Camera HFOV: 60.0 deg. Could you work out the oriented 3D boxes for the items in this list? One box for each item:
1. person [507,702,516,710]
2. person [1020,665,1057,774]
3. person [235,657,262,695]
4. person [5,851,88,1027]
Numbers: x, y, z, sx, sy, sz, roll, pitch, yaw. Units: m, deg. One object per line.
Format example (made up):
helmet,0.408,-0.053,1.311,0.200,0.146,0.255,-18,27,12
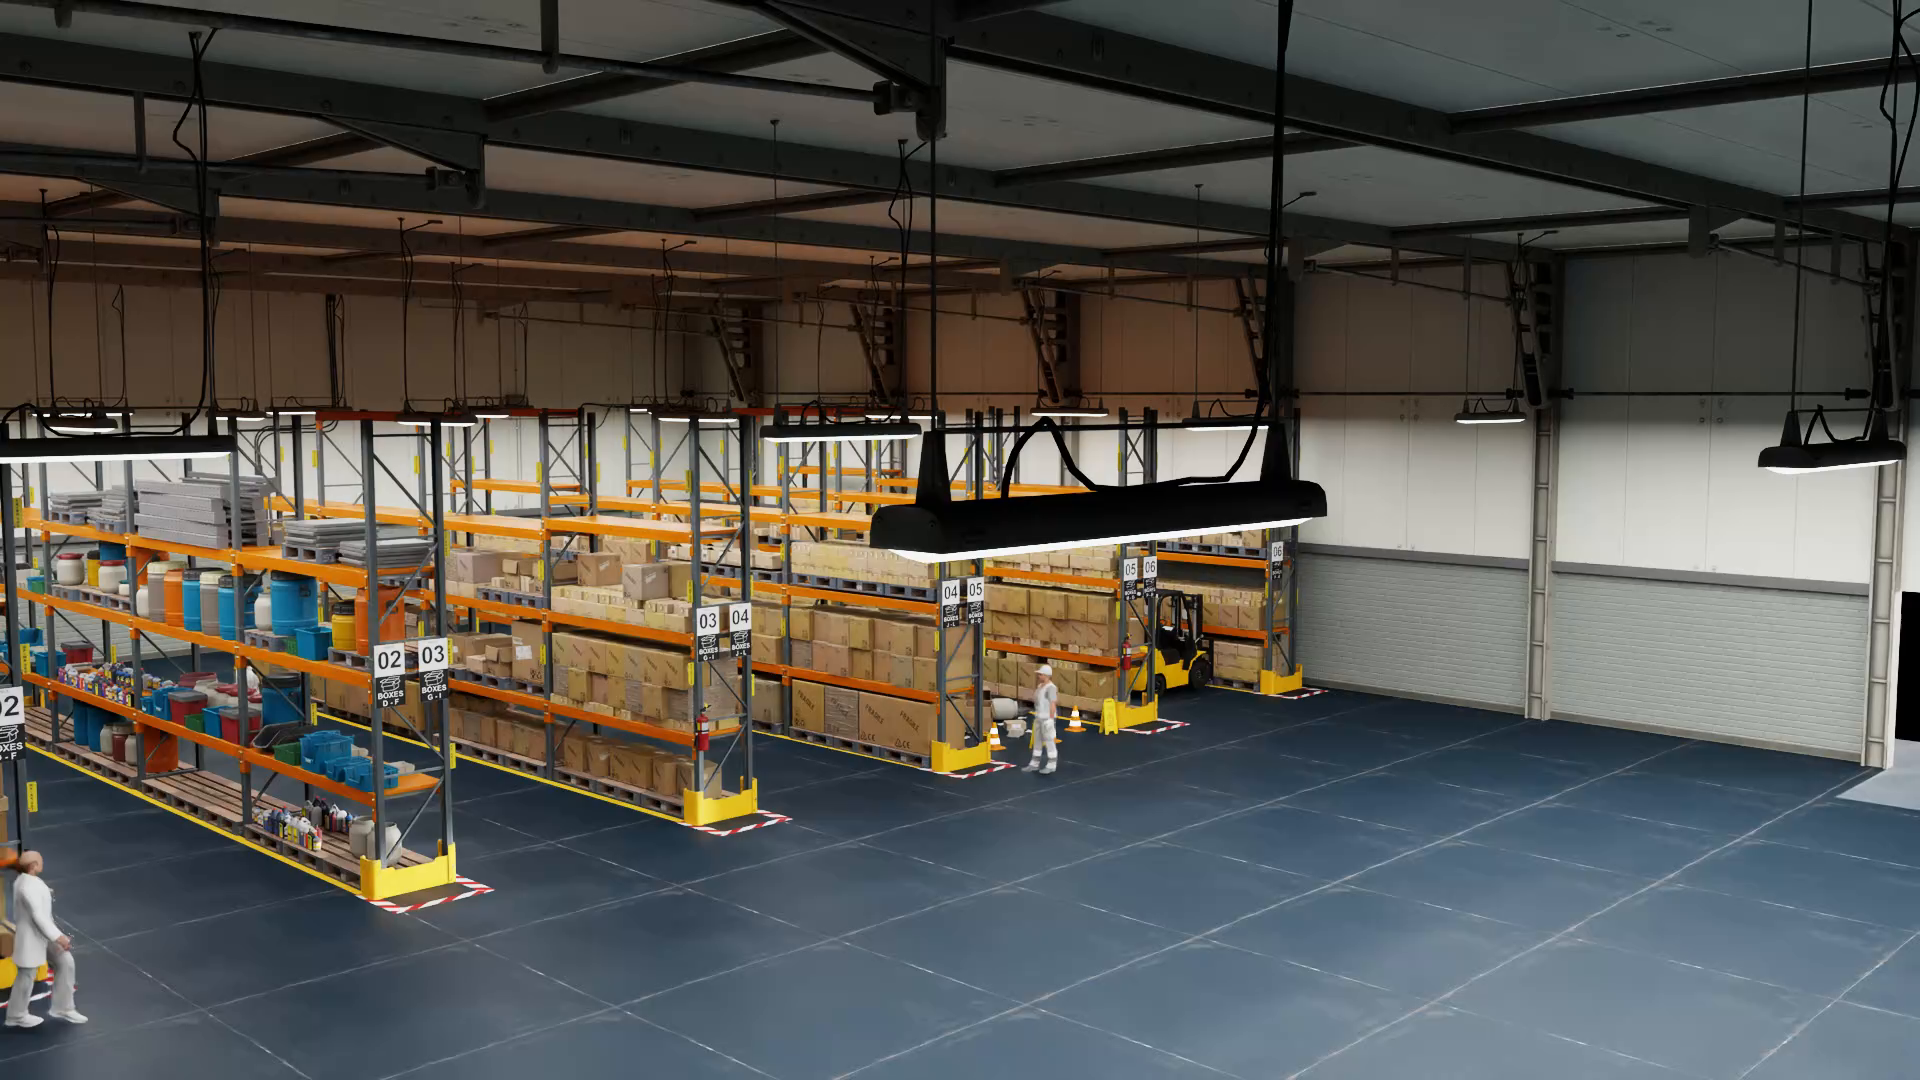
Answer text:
person,-8.624,2.705,31.897,0.655,1.652,0.971,-5,7,-44
person,1.342,2.986,27.641,0.490,1.805,0.592,-2,6,-26
person,-12.904,2.840,30.107,0.951,1.639,0.533,4,6,38
person,-9.149,3.981,16.521,0.719,1.817,0.554,0,5,-5
